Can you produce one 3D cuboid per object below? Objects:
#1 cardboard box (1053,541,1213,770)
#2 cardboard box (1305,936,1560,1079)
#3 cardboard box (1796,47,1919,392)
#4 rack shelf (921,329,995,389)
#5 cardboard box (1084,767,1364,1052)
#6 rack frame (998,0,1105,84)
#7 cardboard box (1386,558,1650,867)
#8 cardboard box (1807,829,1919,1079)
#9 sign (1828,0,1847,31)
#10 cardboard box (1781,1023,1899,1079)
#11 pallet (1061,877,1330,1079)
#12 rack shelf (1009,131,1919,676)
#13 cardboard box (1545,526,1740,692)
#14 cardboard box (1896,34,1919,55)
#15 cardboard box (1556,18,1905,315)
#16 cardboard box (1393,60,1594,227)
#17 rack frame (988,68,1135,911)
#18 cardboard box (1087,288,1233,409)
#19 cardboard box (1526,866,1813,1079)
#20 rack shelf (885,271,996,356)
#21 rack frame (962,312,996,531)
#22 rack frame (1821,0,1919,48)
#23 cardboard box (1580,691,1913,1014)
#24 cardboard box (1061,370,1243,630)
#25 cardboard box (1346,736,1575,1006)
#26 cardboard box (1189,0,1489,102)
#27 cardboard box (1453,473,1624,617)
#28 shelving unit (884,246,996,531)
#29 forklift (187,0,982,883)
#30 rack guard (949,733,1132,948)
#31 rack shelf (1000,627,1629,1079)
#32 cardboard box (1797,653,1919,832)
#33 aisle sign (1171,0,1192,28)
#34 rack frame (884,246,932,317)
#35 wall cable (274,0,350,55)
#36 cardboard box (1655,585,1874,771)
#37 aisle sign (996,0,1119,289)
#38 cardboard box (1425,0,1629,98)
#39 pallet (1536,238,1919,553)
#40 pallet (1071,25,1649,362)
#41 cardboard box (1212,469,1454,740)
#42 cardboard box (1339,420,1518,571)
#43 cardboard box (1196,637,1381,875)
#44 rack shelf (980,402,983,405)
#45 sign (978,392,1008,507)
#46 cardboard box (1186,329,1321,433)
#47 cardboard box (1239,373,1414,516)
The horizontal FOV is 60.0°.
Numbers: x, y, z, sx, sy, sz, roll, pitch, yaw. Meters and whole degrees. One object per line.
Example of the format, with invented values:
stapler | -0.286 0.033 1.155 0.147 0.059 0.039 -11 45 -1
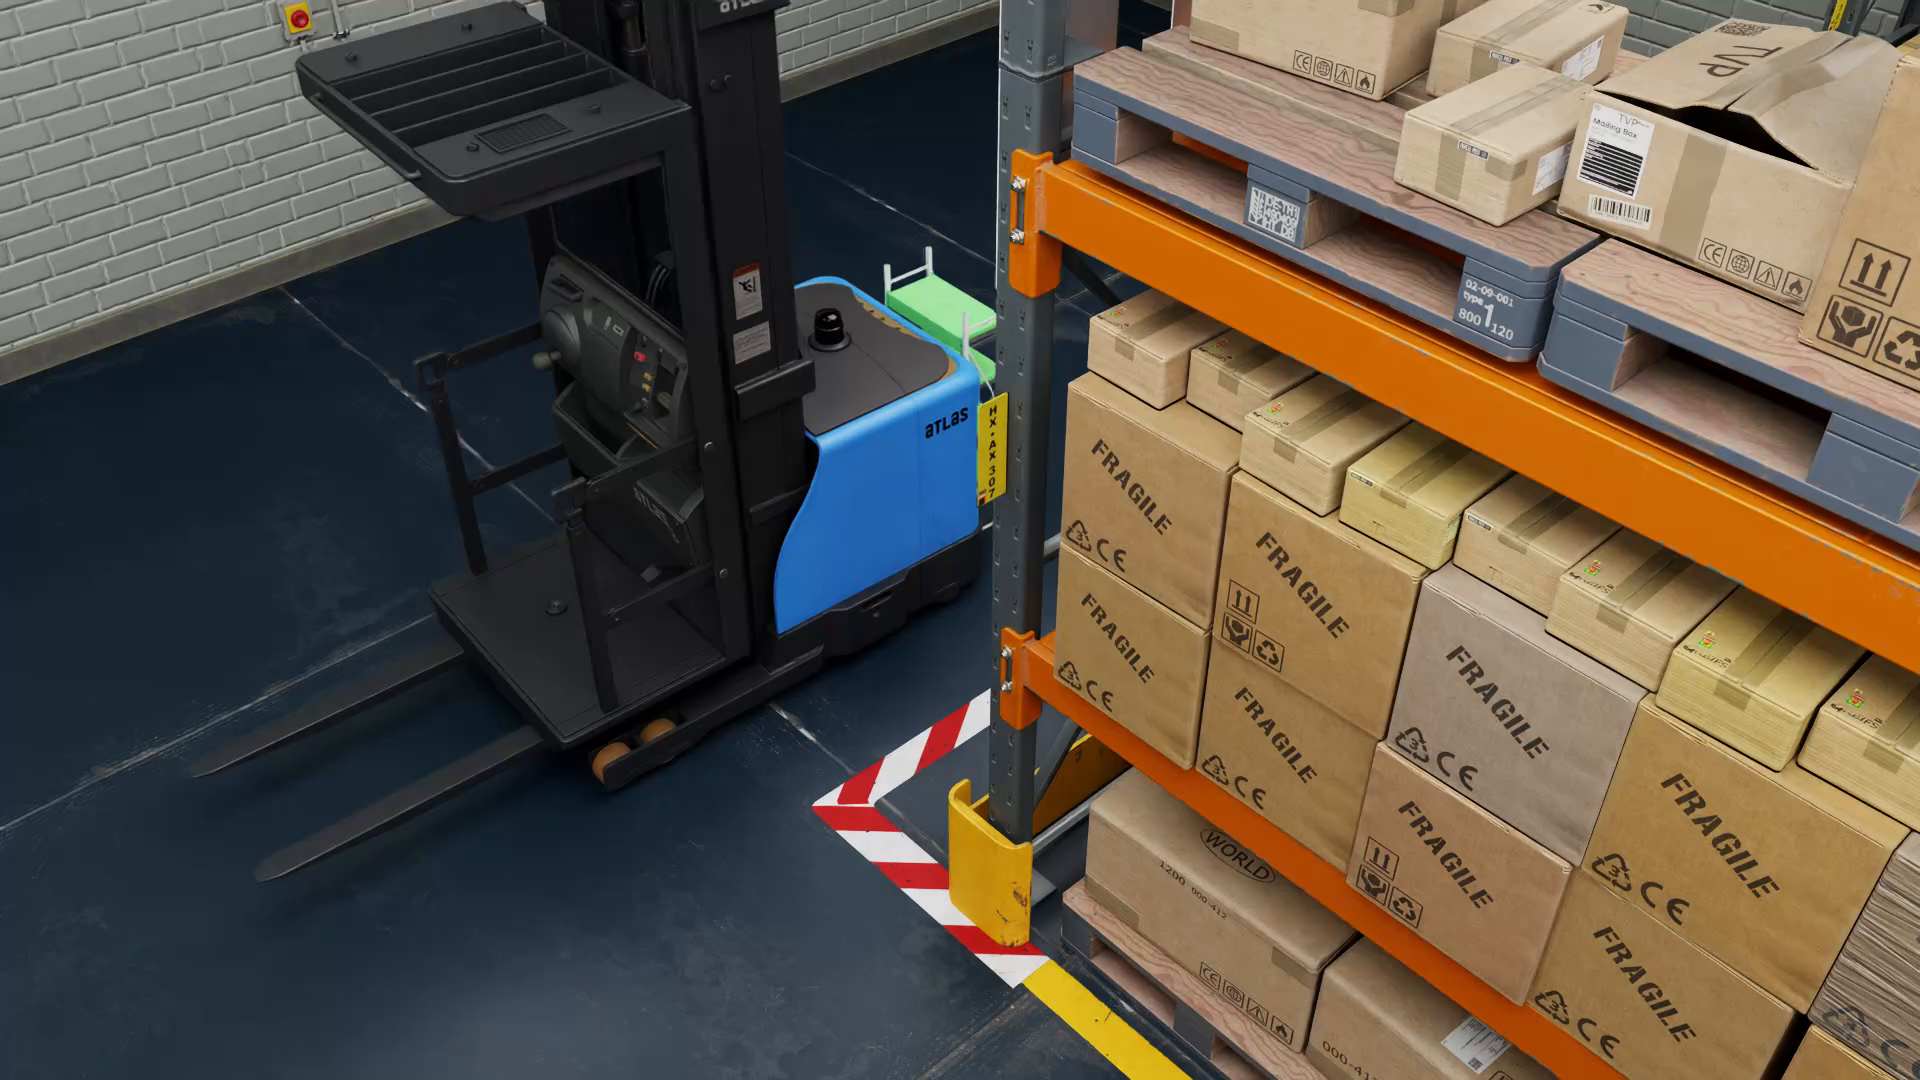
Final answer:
cardboard box | 0.612 0.202 4.532 0.500 0.500 0.500 -30 48 -32
cardboard box | 1.644 1.414 4.817 0.875 0.438 0.875 -29 47 -31
cardboard box | 1.752 -0.514 2.619 0.500 0.500 0.500 -29 47 -31
rack shelf | -0.054 -0.708 6.891 0.258 0.148 0.480 -28 47 -30
cardboard box | 1.019 0.994 5.337 0.875 0.438 0.875 -32 49 -33
rack frame | 0.499 -2.437 3.105 1.000 3.000 0.127 -30 48 -32
cardboard box | 1.322 0.284 3.636 0.500 0.500 0.500 -30 48 -32
cardboard box | 1.993 0.750 3.059 0.500 0.500 0.500 -29 47 -31
sign | 3.753 -2.320 7.046 0.100 0.325 0.005 -30 48 -32
cardboard box | 1.999 1.141 3.370 0.500 0.500 0.500 -31 48 -32
pallet | 1.097 1.319 5.449 1.003 0.211 1.213 -30 48 -32
rack shelf | 1.852 -0.064 3.127 1.077 0.370 4.000 -30 48 -32
cardboard box | 1.402 0.106 3.340 0.380 0.149 0.250 -30 47 -31
cardboard box | 4.261 -1.947 7.156 0.500 0.250 0.500 -30 47 -32
cardboard box | 1.474 -0.723 3.028 0.500 0.311 0.500 -29 47 -31
cardboard box | 1.065 -0.773 3.219 0.380 0.149 0.250 -28 47 -30
rack frame | 0.499 -0.103 4.990 1.000 3.000 0.127 -30 48 -32
cardboard box | 0.535 -0.501 4.091 0.380 0.149 0.250 -29 47 -31
cardboard box | 1.657 0.893 3.678 0.500 0.500 0.500 -28 47 -30
rack shelf | -0.054 -0.895 6.740 0.258 0.148 0.480 -28 47 -30
rack frame | 0.104 -0.454 6.857 0.240 1.200 0.015 -28 47 -30
rack frame | 4.153 -2.214 7.604 1.000 3.000 0.127 -30 48 -32
cardboard box | 1.660 0.514 3.351 0.500 0.500 0.500 -30 48 -32
cardboard box | 0.614 -0.187 4.219 0.500 0.500 0.500 -31 48 -33
cardboard box | 1.305 0.668 3.956 0.500 0.500 0.500 -30 48 -32
cardboard box | 0.870 -1.244 3.721 0.500 0.250 0.500 30 47 31
cardboard box | 1.264 -0.028 3.505 0.380 0.149 0.250 -29 47 -31
shelving unit | -0.054 -0.571 7.002 0.258 1.200 0.503 -28 47 -30
forklift | -1.364 -0.604 5.665 3.031 2.935 1.130 -28 46 -30
rack guard | 0.483 0.859 5.789 1.175 0.500 0.348 -30 48 -32
rack shelf | 1.852 1.103 4.070 1.077 0.370 4.000 -30 48 -32
cardboard box | 1.766 0.335 3.056 0.380 0.149 0.250 -30 48 -32
aisle sign | 0.679 -1.279 4.377 0.394 0.787 0.004 -30 48 -32
rack frame | -0.212 -0.688 7.147 0.240 1.200 0.015 -28 47 -30
wall cable | -3.332 -3.110 7.880 0.585 1.953 0.123 -30 48 -32
cardboard box | 1.553 0.235 3.181 0.380 0.149 0.250 -31 48 -33
aisle sign | 0.237 -1.024 4.062 0.394 0.787 0.004 -30 48 -32
cardboard box | 1.212 -1.044 3.554 0.250 0.149 0.380 30 48 32
pallet | 1.838 -0.332 2.956 1.003 0.211 1.213 -30 48 -32
pallet | 1.008 -0.896 3.656 1.003 0.211 1.213 -30 48 -32
cardboard box | 0.968 0.049 3.927 0.500 0.500 0.500 -31 48 -33
cardboard box | 1.047 -0.127 3.628 0.380 0.149 0.250 -32 49 -33
cardboard box | 0.975 0.425 4.257 0.500 0.500 0.500 -31 48 -32
rack shelf | -0.054 -0.521 7.042 0.258 0.148 0.480 -28 47 -30
sign | 0.086 -0.237 4.404 0.100 0.325 0.005 -30 48 -32
cardboard box | 0.765 -0.410 3.979 0.380 0.149 0.250 -29 47 -31
cardboard box | 0.856 -0.241 3.769 0.380 0.149 0.250 -28 47 -31
